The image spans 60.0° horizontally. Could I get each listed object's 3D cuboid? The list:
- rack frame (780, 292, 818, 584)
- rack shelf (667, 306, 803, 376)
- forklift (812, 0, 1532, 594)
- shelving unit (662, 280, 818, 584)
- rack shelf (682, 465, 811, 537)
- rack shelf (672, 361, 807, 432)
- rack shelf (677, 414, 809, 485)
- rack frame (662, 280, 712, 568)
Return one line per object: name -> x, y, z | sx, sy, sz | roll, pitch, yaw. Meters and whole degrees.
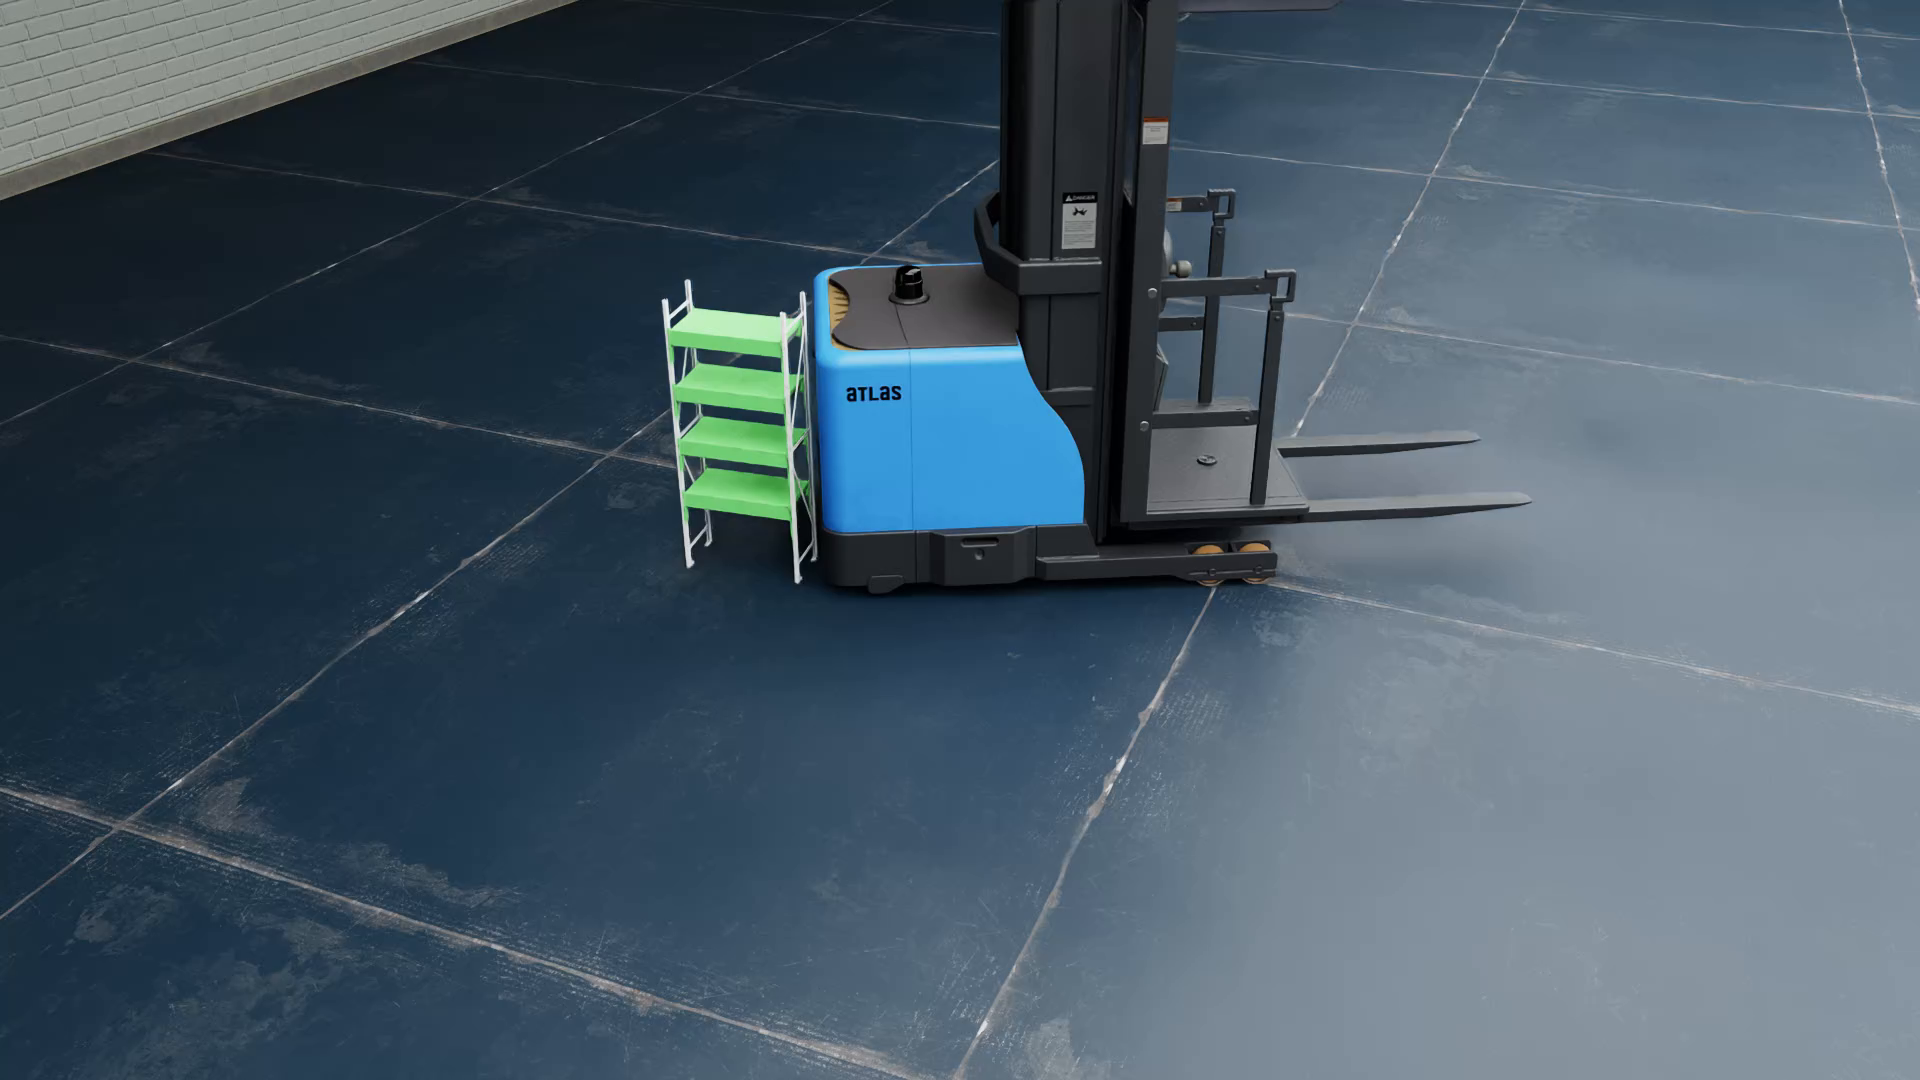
rack frame -> -0.648, -0.397, 6.734 | 0.015, 1.200, 0.240 | 8, 30, 13
rack shelf -> -0.883, -0.792, 6.586 | 0.480, 0.148, 0.258 | 8, 30, 13
forklift -> 0.905, -1.343, 6.647 | 3.031, 2.935, 1.130 | -3, 30, -4
shelving unit -> -0.883, -0.430, 6.791 | 0.503, 1.200, 0.258 | 8, 30, 13
rack shelf -> -0.883, -0.165, 6.940 | 0.480, 0.148, 0.258 | 8, 30, 13
rack shelf -> -0.883, -0.583, 6.704 | 0.480, 0.148, 0.258 | 8, 30, 13
rack shelf -> -0.883, -0.374, 6.822 | 0.480, 0.148, 0.258 | 8, 30, 13
rack frame -> -1.118, -0.462, 6.847 | 0.015, 1.200, 0.240 | 8, 30, 13
